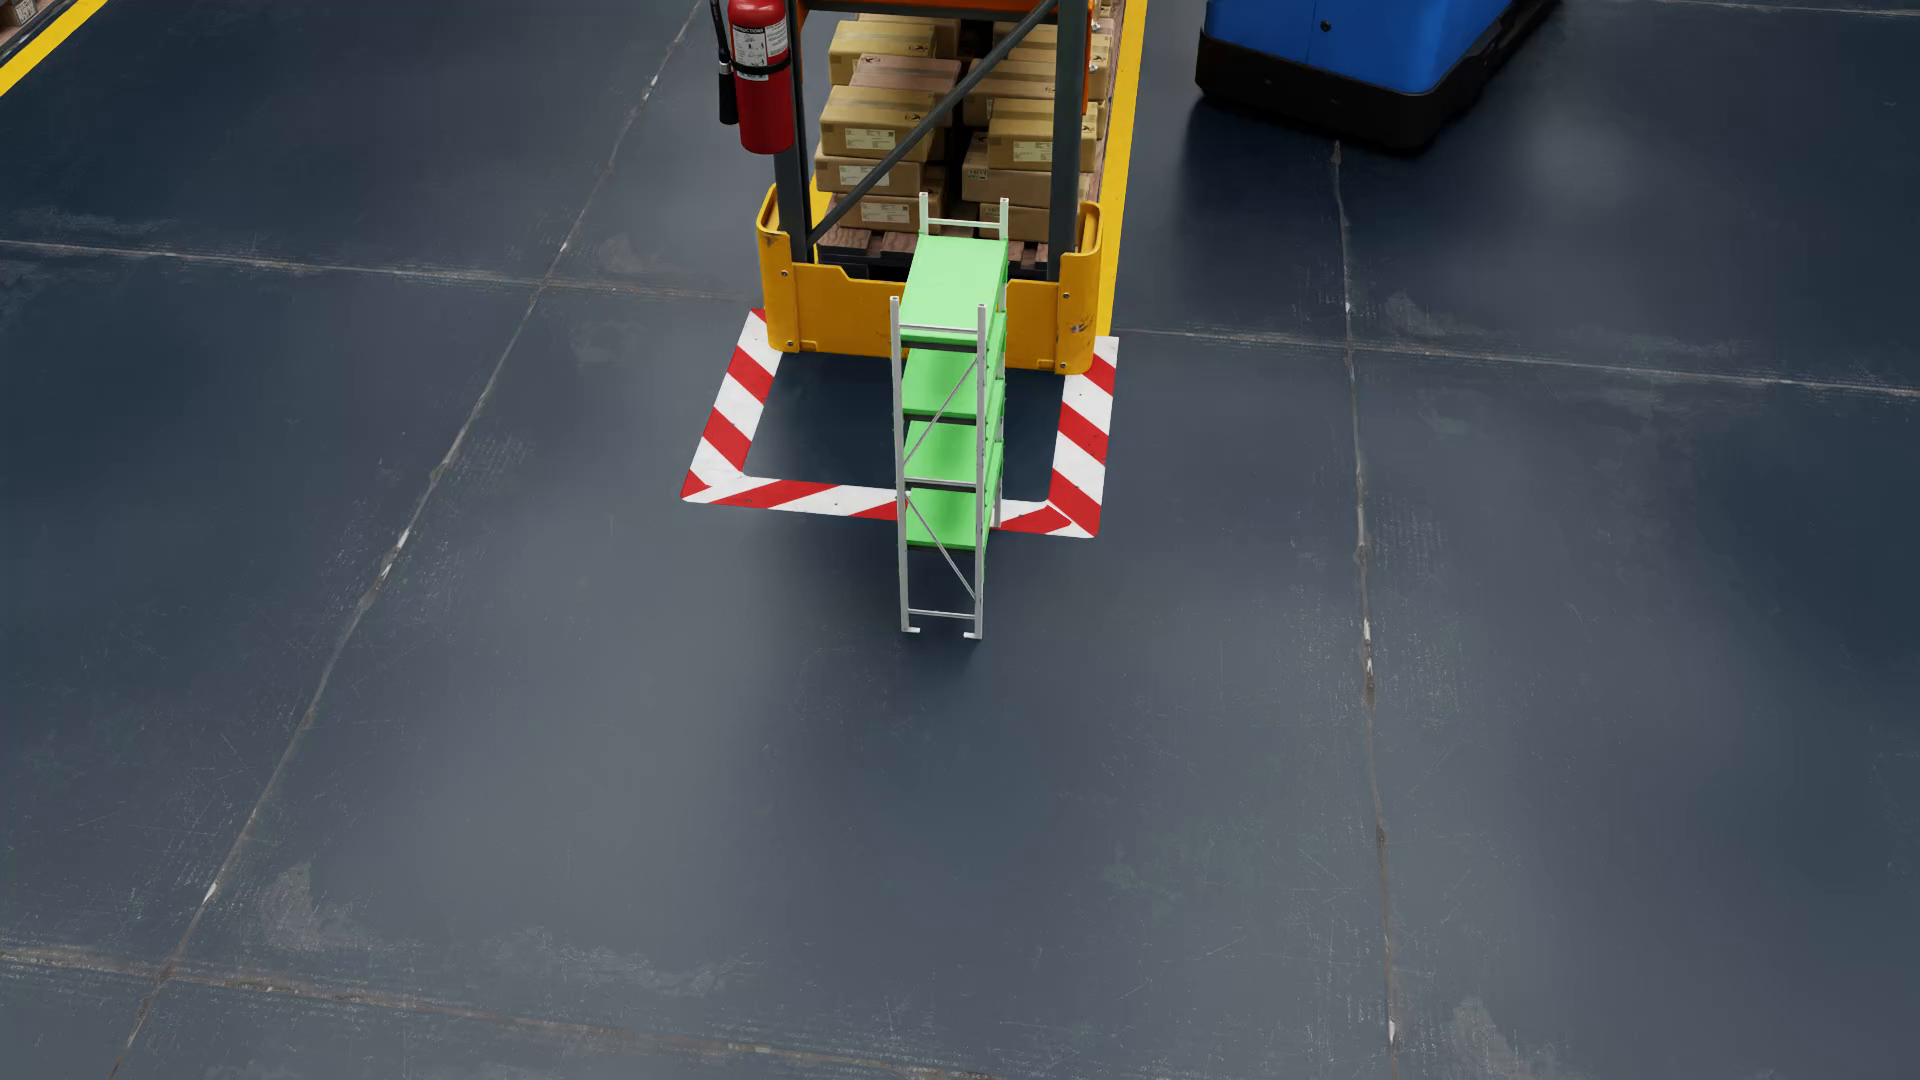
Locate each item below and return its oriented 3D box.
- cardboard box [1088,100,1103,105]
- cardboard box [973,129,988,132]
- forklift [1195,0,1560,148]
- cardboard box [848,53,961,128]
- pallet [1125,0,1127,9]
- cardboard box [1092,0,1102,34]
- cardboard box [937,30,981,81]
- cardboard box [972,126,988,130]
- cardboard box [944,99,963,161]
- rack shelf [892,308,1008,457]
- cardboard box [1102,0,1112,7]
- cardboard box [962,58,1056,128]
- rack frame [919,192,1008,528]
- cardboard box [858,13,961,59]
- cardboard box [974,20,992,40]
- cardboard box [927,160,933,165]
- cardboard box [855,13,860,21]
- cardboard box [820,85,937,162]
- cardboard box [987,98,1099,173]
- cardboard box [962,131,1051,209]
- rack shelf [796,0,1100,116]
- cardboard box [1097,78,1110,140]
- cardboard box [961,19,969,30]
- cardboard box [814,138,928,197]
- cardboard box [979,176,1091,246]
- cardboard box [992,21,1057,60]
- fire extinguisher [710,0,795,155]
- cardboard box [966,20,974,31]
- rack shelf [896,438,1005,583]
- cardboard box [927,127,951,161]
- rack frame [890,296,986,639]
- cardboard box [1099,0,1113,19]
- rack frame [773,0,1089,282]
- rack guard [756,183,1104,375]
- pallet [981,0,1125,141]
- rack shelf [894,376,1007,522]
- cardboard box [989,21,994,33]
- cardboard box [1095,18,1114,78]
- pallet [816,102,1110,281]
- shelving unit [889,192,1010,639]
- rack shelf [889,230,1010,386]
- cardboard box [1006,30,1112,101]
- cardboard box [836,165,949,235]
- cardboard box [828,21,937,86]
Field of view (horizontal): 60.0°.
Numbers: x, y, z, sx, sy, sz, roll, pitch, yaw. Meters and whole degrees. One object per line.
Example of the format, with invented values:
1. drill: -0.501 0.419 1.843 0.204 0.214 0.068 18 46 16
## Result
1. cardboard box: 0.393 -1.863 6.588 0.380 0.149 0.250 7 44 7
2. cardboard box: 0.257 -1.584 6.509 0.380 0.149 0.250 6 44 6
3. forklift: 2.254 -3.666 6.990 1.130 2.935 3.031 24 49 23
4. cardboard box: -0.201 -1.666 6.163 0.380 0.149 0.250 6 44 6
5. pallet: 0.366 -3.036 8.302 1.003 0.211 1.213 5 44 6
6. cardboard box: 0.371 -2.166 6.691 0.380 0.149 0.250 7 44 7
7. cardboard box: -0.118 -1.922 6.650 0.380 0.149 0.250 5 44 5
8. cardboard box: 0.251 -1.698 6.414 0.380 0.149 0.250 6 44 6
9. cardboard box: -0.193 -1.635 6.563 0.380 0.149 0.250 5 44 5
10. rack shelf: -0.022 -0.451 4.597 0.258 0.148 0.480 5 44 6
11. cardboard box: 0.451 -2.341 6.876 0.380 0.149 0.250 6 44 6
12. cardboard box: 0.214 -1.641 6.137 0.380 0.149 0.250 6 44 6
13. rack frame: 0.010 -0.489 4.894 0.240 1.200 0.015 5 44 6
14. cardboard box: -0.195 -2.025 6.542 0.380 0.149 0.250 4 44 4
15. cardboard box: -0.038 -2.333 7.301 0.380 0.149 0.250 6 44 7
16. cardboard box: -0.313 -1.462 6.381 0.380 0.149 0.250 6 44 7
17. cardboard box: -0.215 -2.213 6.741 0.380 0.149 0.250 7 44 7
18. cardboard box: -0.291 -1.500 5.988 0.380 0.149 0.250 6 44 6
19. cardboard box: 0.297 -1.442 5.927 0.380 0.149 0.250 3 44 4
20. cardboard box: 0.214 -1.342 6.037 0.380 0.149 0.250 7 44 7
21. rack shelf: 0.155 -2.885 6.638 1.077 0.370 4.000 5 44 6
22. cardboard box: 0.399 -1.748 6.683 0.380 0.149 0.250 6 44 6
23. cardboard box: -0.148 -2.275 7.023 0.380 0.149 0.250 7 44 8
24. cardboard box: -0.323 -1.394 6.092 0.380 0.149 0.250 4 44 4
25. cardboard box: 0.277 -1.228 6.134 0.380 0.149 0.250 6 44 6
26. cardboard box: 0.325 -1.978 6.493 0.380 0.149 0.250 3 44 3
27. fire extinguisher: -0.600 -1.490 4.969 0.296 0.674 0.183 5 44 6
28. cardboard box: -0.145 -2.168 7.126 0.380 0.149 0.250 6 44 6
29. rack shelf: -0.022 -0.102 4.927 0.258 0.148 0.480 5 44 6
30. cardboard box: -0.235 -1.567 6.275 0.380 0.149 0.250 4 44 5
31. rack frame: -0.054 -0.156 4.543 0.240 1.200 0.015 5 44 6
32. cardboard box: 0.468 -2.284 7.248 0.380 0.149 0.250 5 44 6
33. rack frame: -0.109 -1.783 4.951 1.000 3.000 0.127 5 44 6
34. rack guard: -0.099 -0.927 5.865 1.175 0.500 0.348 5 44 6
35. pallet: 0.207 -2.202 7.422 1.003 0.211 1.213 5 44 6
36. rack shelf: -0.022 -0.276 4.762 0.258 0.148 0.480 5 44 6
37. cardboard box: 0.328 -2.241 6.987 0.380 0.149 0.250 7 44 8
38. cardboard box: 0.457 -2.093 7.046 0.380 0.149 0.250 3 44 3
39. pallet: 0.043 -1.373 6.546 1.003 0.211 1.213 5 44 6
40. shelving unit: -0.022 -0.323 4.718 0.258 1.200 0.503 5 44 6
41. rack shelf: -0.022 -0.625 4.432 0.258 0.148 0.480 5 44 6
42. cardboard box: 0.374 -1.801 6.306 0.380 0.149 0.250 5 44 5
43. cardboard box: -0.247 -1.278 6.186 0.380 0.149 0.250 6 44 6
44. cardboard box: -0.292 -1.854 6.362 0.380 0.149 0.250 4 44 5
